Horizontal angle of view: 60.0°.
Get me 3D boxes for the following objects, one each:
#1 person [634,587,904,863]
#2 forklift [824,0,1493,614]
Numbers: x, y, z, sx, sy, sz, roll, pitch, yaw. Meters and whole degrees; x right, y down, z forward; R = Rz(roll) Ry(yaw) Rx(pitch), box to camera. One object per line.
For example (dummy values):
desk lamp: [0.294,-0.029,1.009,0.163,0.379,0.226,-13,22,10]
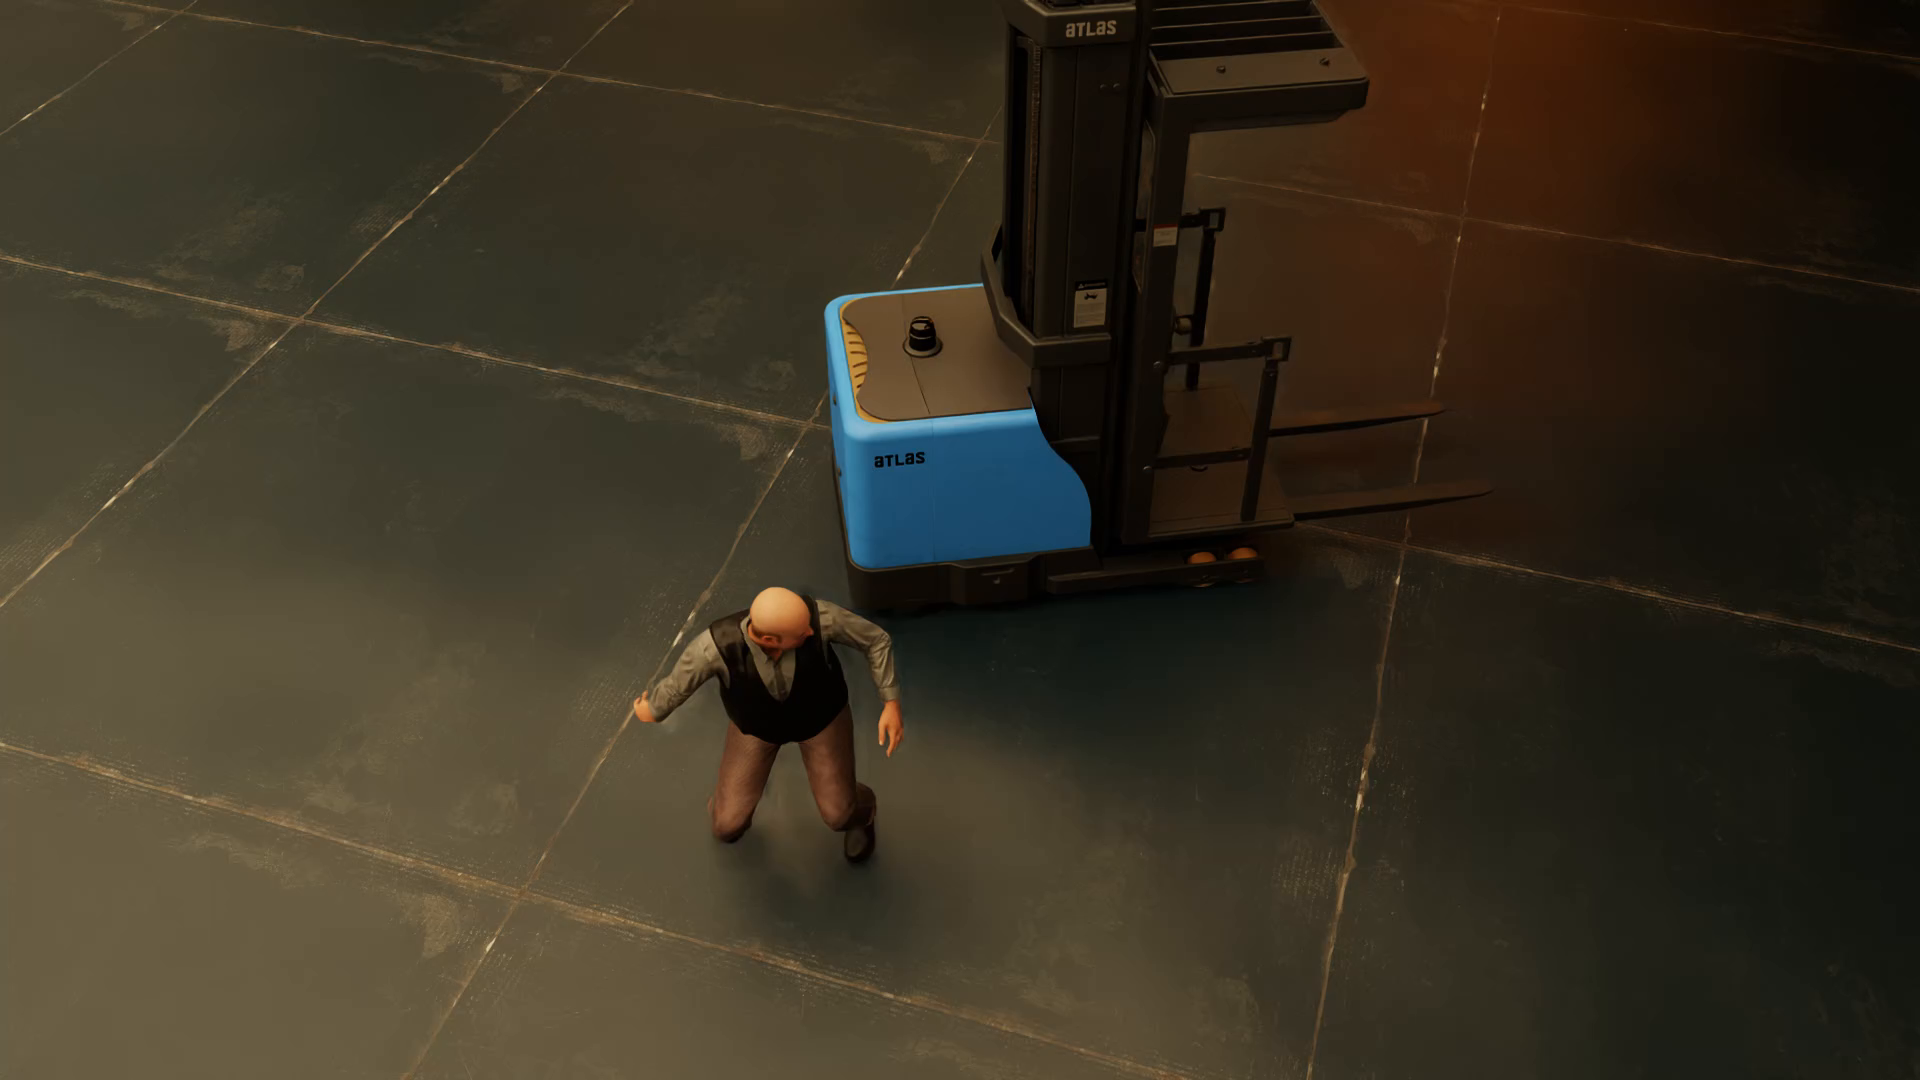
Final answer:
person: [-0.695,0.675,6.030,0.967,1.607,0.502,-5,43,-5]
forklift: [0.944,-1.209,6.988,3.031,2.935,1.130,-6,43,-6]
